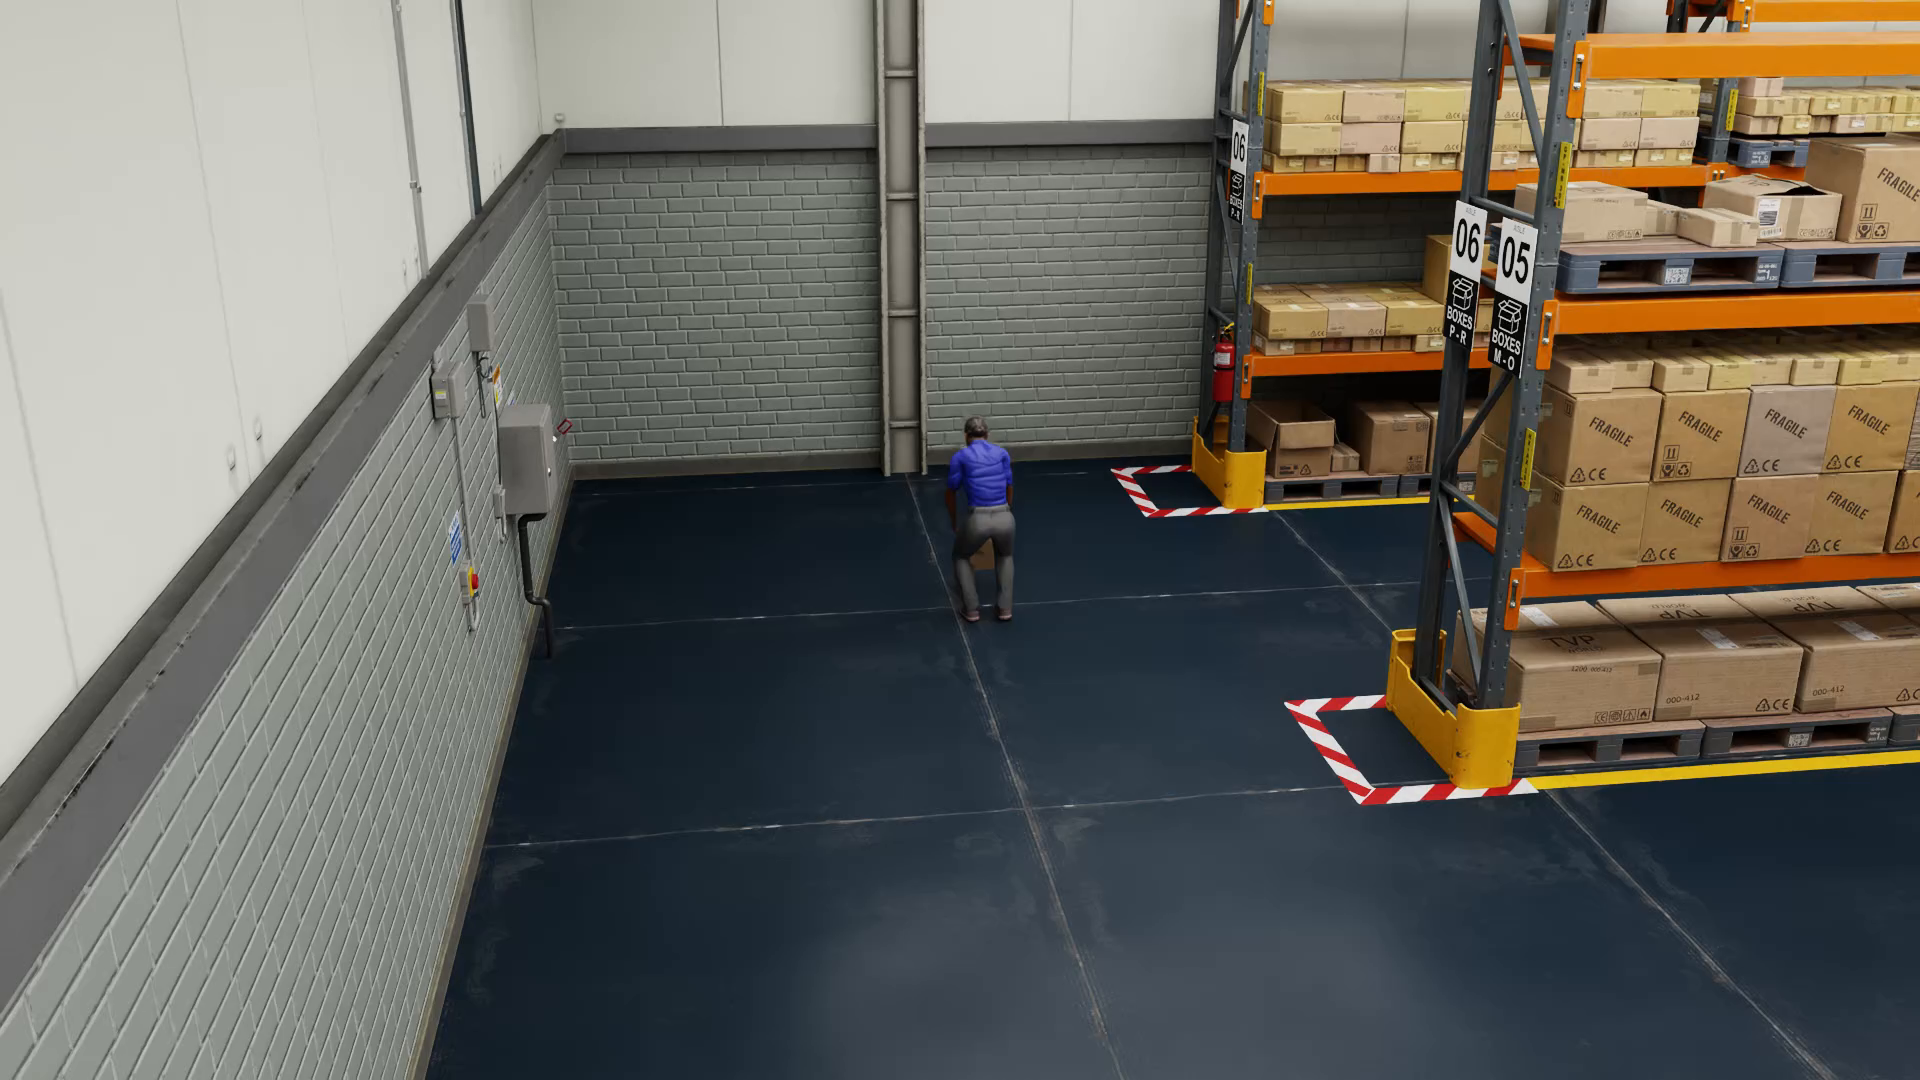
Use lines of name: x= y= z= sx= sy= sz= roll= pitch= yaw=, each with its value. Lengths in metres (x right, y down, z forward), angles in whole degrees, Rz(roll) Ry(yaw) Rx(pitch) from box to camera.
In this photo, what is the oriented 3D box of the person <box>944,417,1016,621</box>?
person: x=0.144 y=-0.130 z=11.805 sx=0.494 sy=1.417 sz=0.597 roll=-3 pitch=20 yaw=-7
